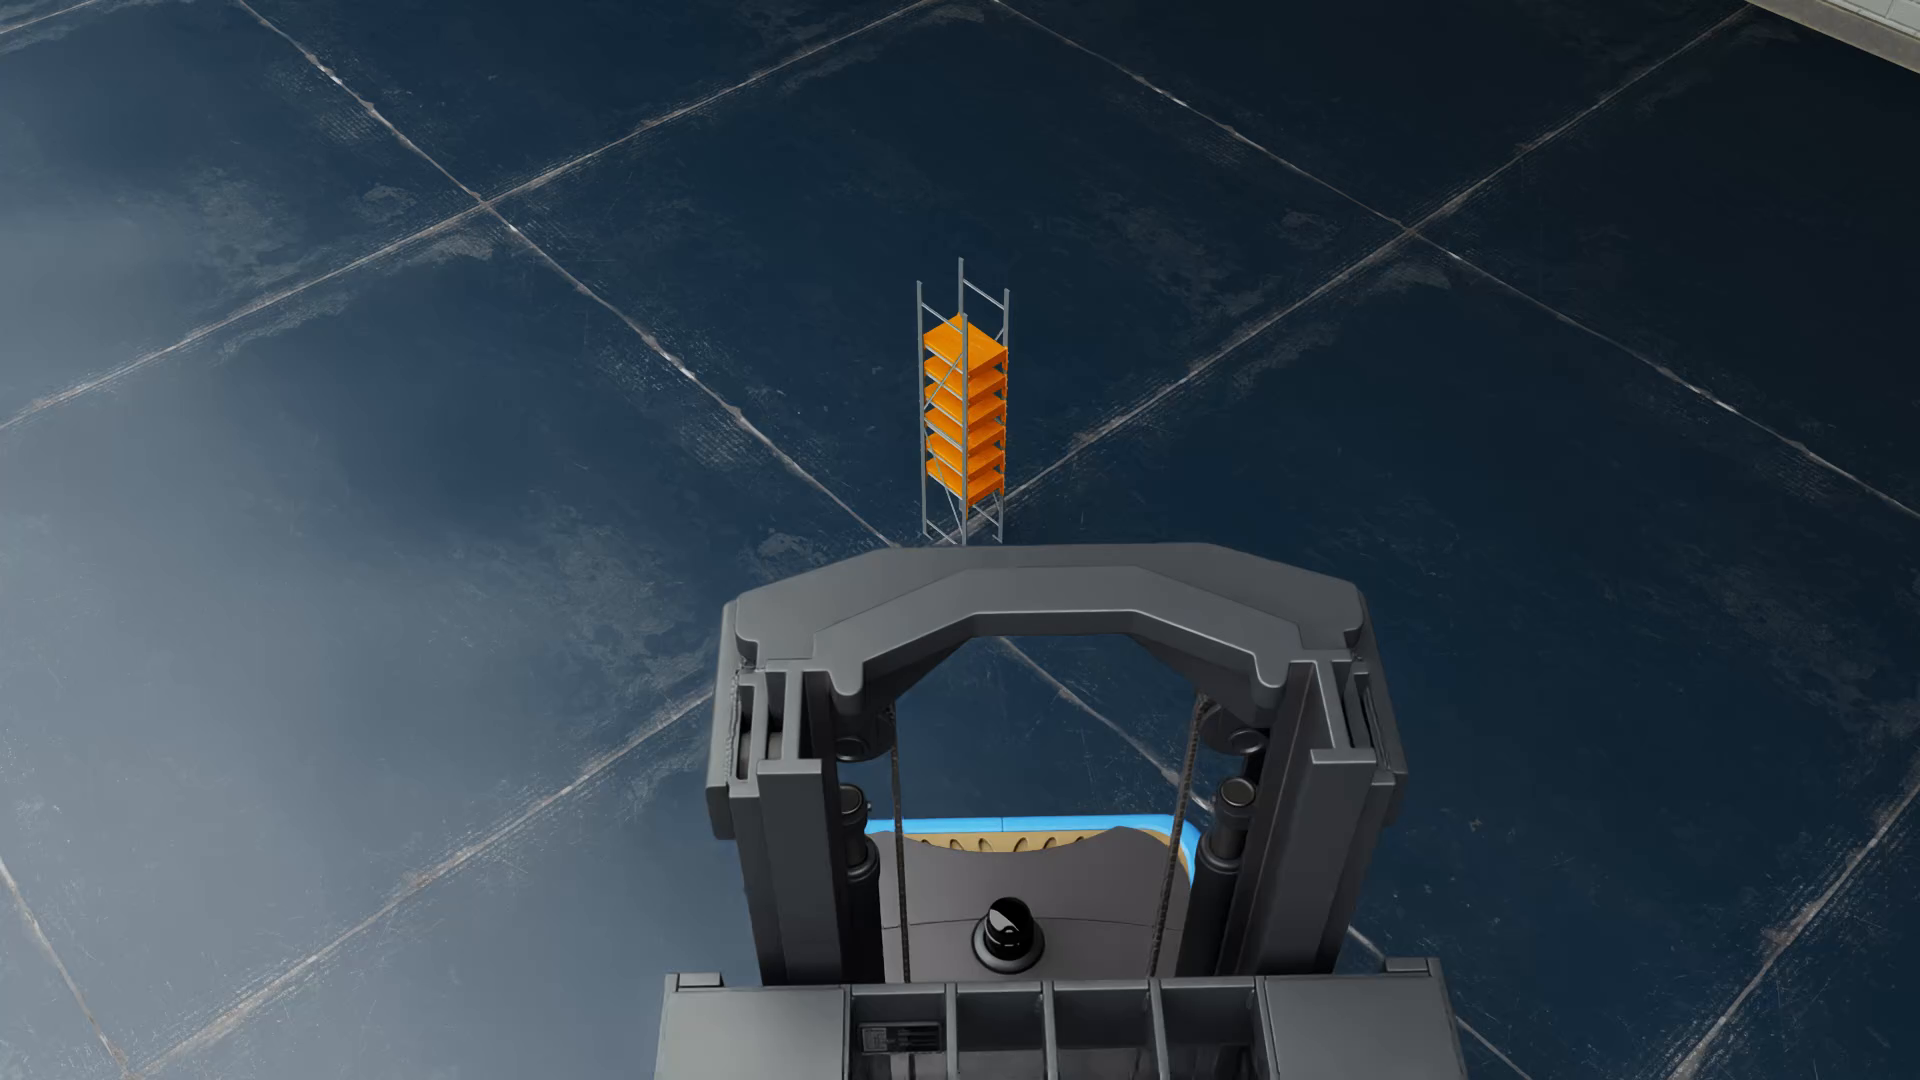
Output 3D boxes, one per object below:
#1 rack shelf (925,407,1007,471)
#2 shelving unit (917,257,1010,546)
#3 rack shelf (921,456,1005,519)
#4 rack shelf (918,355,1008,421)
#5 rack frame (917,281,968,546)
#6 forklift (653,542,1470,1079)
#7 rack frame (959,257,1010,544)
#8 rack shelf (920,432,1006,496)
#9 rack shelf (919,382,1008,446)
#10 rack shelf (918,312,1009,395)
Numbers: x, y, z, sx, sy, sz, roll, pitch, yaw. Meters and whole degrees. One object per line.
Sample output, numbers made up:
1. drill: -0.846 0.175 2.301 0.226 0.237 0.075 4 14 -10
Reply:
1. rack shelf: 0.011 -0.384 5.848 0.180 0.103 0.258 -34 56 -27
2. shelving unit: 0.011 -0.414 5.816 0.189 1.200 0.258 -34 56 -27
3. rack shelf: 0.011 -0.221 6.025 0.180 0.103 0.258 -34 56 -27
4. rack shelf: 0.011 -0.547 5.672 0.180 0.103 0.258 -34 56 -27
5. rack frame: -0.057 -0.369 5.774 0.006 1.200 0.240 -34 56 -27
6. forklift: 0.138 1.513 2.860 1.130 2.935 3.031 -1 47 -1
7. rack frame: 0.078 -0.459 5.857 0.006 1.200 0.240 -34 56 -27
8. rack shelf: 0.011 -0.303 5.936 0.180 0.103 0.258 -34 56 -27
9. rack shelf: 0.011 -0.465 5.760 0.180 0.103 0.258 -34 56 -27
10. rack shelf: 0.011 -0.628 5.584 0.180 0.103 0.258 -34 56 -27
